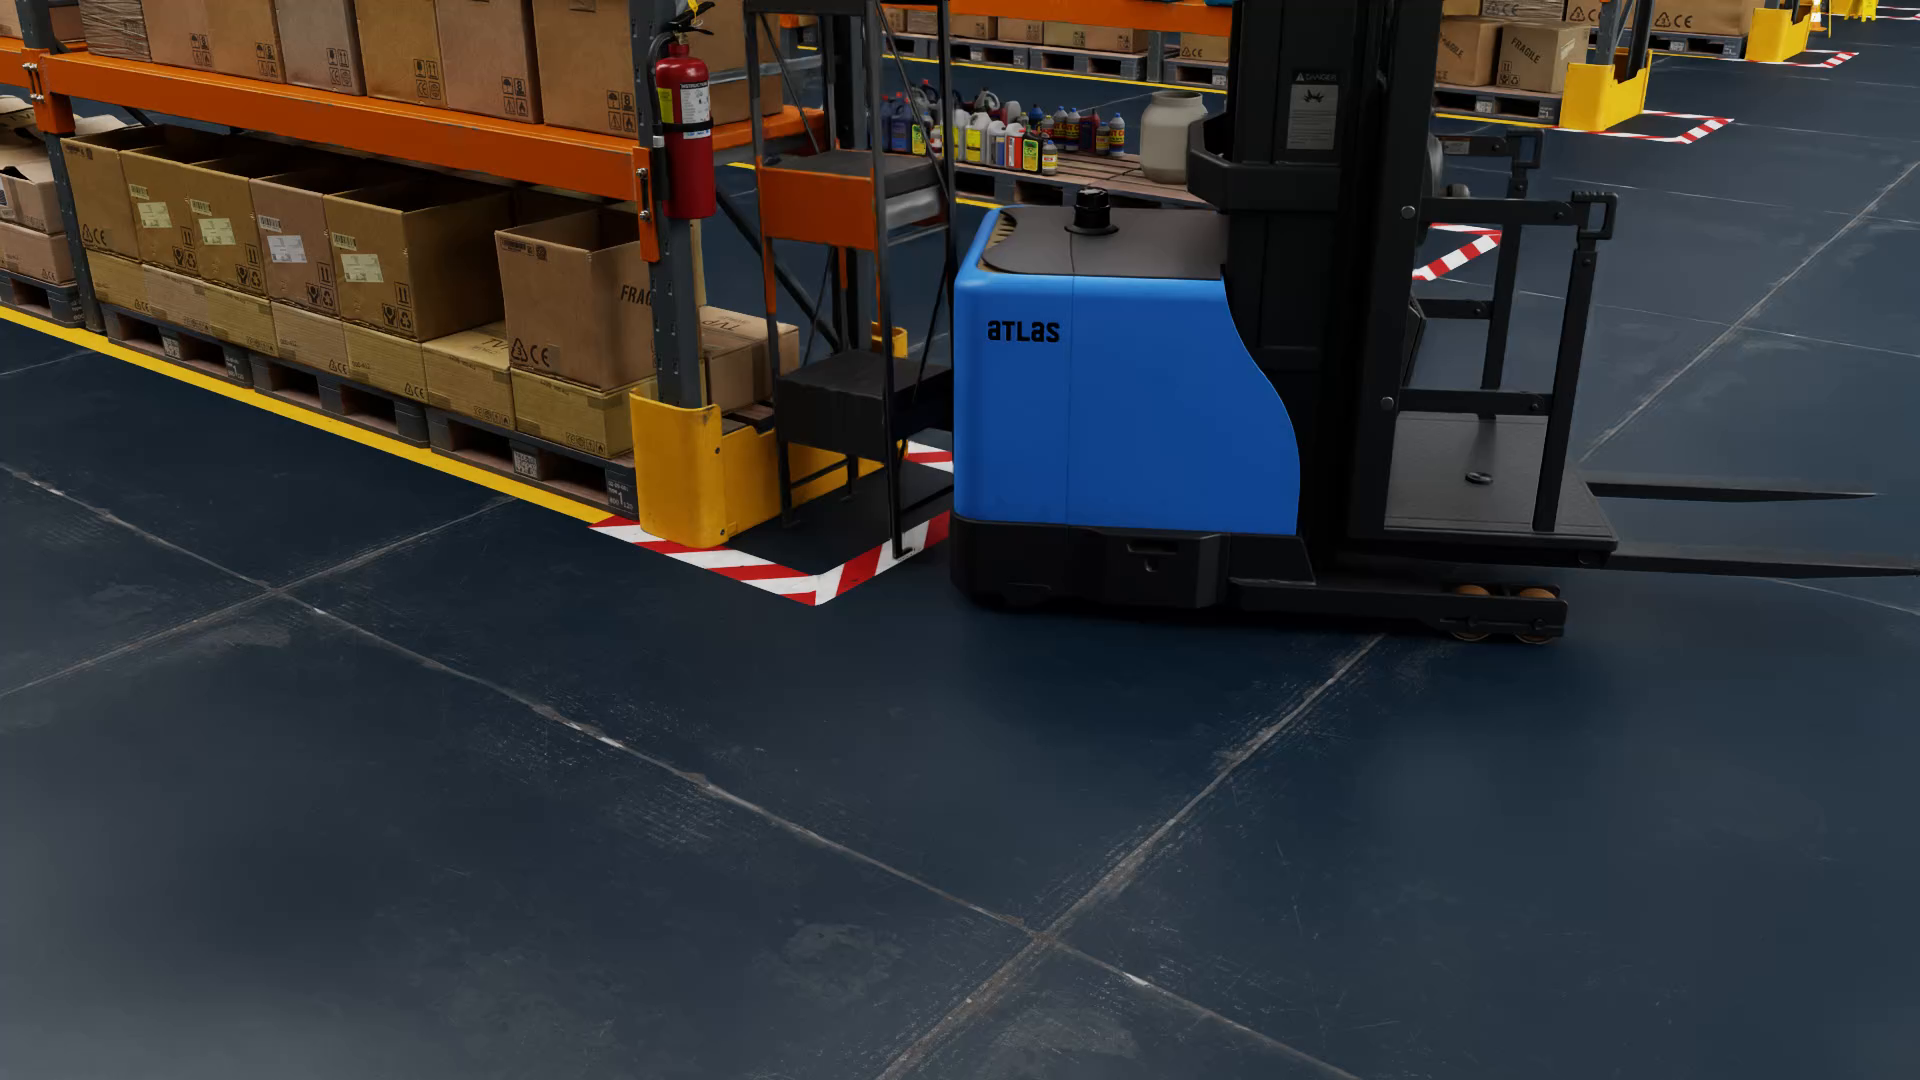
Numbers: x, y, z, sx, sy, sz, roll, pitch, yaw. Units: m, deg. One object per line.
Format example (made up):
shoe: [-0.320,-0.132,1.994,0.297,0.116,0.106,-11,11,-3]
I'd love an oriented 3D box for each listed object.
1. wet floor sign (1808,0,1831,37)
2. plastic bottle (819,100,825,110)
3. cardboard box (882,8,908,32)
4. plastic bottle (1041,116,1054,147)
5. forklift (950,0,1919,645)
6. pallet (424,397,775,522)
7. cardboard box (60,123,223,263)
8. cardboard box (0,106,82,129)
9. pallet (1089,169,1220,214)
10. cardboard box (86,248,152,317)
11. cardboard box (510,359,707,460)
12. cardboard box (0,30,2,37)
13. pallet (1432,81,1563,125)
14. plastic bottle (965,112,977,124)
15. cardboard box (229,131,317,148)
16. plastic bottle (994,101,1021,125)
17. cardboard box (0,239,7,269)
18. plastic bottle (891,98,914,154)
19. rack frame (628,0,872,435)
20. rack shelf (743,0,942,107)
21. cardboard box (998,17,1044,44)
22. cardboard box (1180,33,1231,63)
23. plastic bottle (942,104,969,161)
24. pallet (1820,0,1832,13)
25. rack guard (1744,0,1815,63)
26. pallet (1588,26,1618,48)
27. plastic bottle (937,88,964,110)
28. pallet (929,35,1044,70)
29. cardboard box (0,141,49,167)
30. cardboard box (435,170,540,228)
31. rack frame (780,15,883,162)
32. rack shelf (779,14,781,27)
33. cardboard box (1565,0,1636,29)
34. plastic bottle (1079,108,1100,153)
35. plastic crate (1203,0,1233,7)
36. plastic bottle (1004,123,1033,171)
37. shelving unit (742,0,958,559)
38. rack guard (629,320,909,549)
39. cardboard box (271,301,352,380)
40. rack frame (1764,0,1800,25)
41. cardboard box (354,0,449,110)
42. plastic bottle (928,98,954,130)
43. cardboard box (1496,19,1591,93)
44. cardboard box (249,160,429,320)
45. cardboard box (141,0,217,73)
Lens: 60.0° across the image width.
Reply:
wet floor sign: [9.529,-5.893,18.324,0.232,0.644,0.267,12,26,24]
plastic bottle: [-0.917,-2.866,11.372,0.097,0.271,0.097,0,24,0]
cardboard box: [-0.591,-5.599,17.291,0.500,0.500,0.700,15,28,31]
plastic bottle: [0.595,-2.755,11.208,0.097,0.201,0.097,0,24,0]
forklift: [1.522,-1.252,4.957,3.031,2.935,1.130,3,24,6]
pallet: [-1.319,-0.462,6.538,1.213,0.211,1.003,17,29,33]
cardboard box: [-3.699,-1.598,7.616,0.500,0.500,0.500,17,29,33]
cardboard box: [-5.295,-2.277,9.390,0.500,0.311,0.500,18,29,35]
pallet: [1.556,-2.090,10.231,1.213,0.211,1.003,17,29,33]
cardboard box: [-3.693,-1.258,7.775,0.500,0.250,0.500,17,29,33]
cardboard box: [-1.288,-0.535,6.134,0.500,0.250,0.500,17,29,33]
cardboard box: [-4.696,-2.626,8.157,0.258,0.266,0.396,16,28,32]
pallet: [4.573,-3.712,13.914,1.213,0.211,1.003,17,29,33]
plastic bottle: [0.048,-2.663,10.906,0.135,0.276,0.152,17,29,33]
cardboard box: [-2.987,-1.645,7.723,0.500,0.500,0.500,17,29,33]
plastic bottle: [0.319,-2.859,11.350,0.135,0.276,0.152,17,29,34]
cardboard box: [-4.792,-1.598,8.546,0.500,0.250,0.500,16,29,33]
plastic bottle: [-0.361,-2.746,11.002,0.185,0.351,0.144,15,28,31]
rack frame: [-0.682,-1.567,5.586,0.127,3.000,1.000,17,29,33]
rack shelf: [-0.355,-1.655,5.177,0.480,0.518,0.431,14,27,33]
cardboard box: [0.765,-5.199,16.384,0.500,0.500,0.700,14,27,29]
cardboard box: [2.358,-4.668,15.204,0.500,0.500,0.500,16,28,32]
plastic bottle: [-0.020,-2.643,10.768,0.185,0.351,0.144,17,29,33]
pallet: [10.516,-6.910,21.171,1.213,0.211,1.003,17,29,33]
rack guard: [8.337,-5.188,16.906,0.348,0.500,1.175,17,29,33]
pallet: [6.659,-5.525,18.029,1.213,0.211,1.003,17,29,33]
plastic bottle: [-0.067,-3.012,11.605,0.185,0.351,0.144,15,28,31]
pallet: [0.458,-4.936,16.691,1.213,0.211,1.003,17,29,33]
cardboard box: [-4.799,-1.854,8.432,0.500,0.311,0.500,18,29,35]
cardboard box: [-1.786,-1.283,6.900,0.500,0.500,0.500,17,29,33]
rack frame: [-0.909,-4.132,11.407,0.127,3.000,1.000,17,29,33]
rack shelf: [-2.509,-4.286,12.650,4.000,0.370,1.077,17,29,33]
cardboard box: [7.031,-5.913,17.564,0.875,0.875,0.875,16,29,32]
plastic bottle: [0.858,-2.722,11.031,0.133,0.283,0.061,17,29,34]
plastic crate: [1.712,-3.121,9.297,0.616,0.251,0.499,17,29,33]
plastic bottle: [0.374,-2.492,10.517,0.135,0.276,0.152,17,29,34]
shelving unit: [-0.333,-1.021,5.439,0.503,2.100,0.431,14,27,33]
rack guard: [-0.662,-0.417,6.077,0.348,0.500,1.175,17,29,33]
cardboard box: [-2.495,-0.894,6.949,0.500,0.250,0.500,17,29,33]
rack frame: [8.318,-6.338,16.415,0.127,3.000,1.000,17,29,33]
cardboard box: [-1.865,-1.977,6.393,0.500,0.500,0.700,17,29,34]
plastic bottle: [-0.136,-2.923,11.497,0.135,0.276,0.152,17,29,33]
cardboard box: [4.773,-3.967,13.613,0.500,0.500,0.500,-20,31,-38]
cardboard box: [-2.498,-1.236,6.795,0.500,0.500,0.500,17,29,33]
cardboard box: [-3.098,-2.349,7.238,0.500,0.500,0.700,16,29,33]
